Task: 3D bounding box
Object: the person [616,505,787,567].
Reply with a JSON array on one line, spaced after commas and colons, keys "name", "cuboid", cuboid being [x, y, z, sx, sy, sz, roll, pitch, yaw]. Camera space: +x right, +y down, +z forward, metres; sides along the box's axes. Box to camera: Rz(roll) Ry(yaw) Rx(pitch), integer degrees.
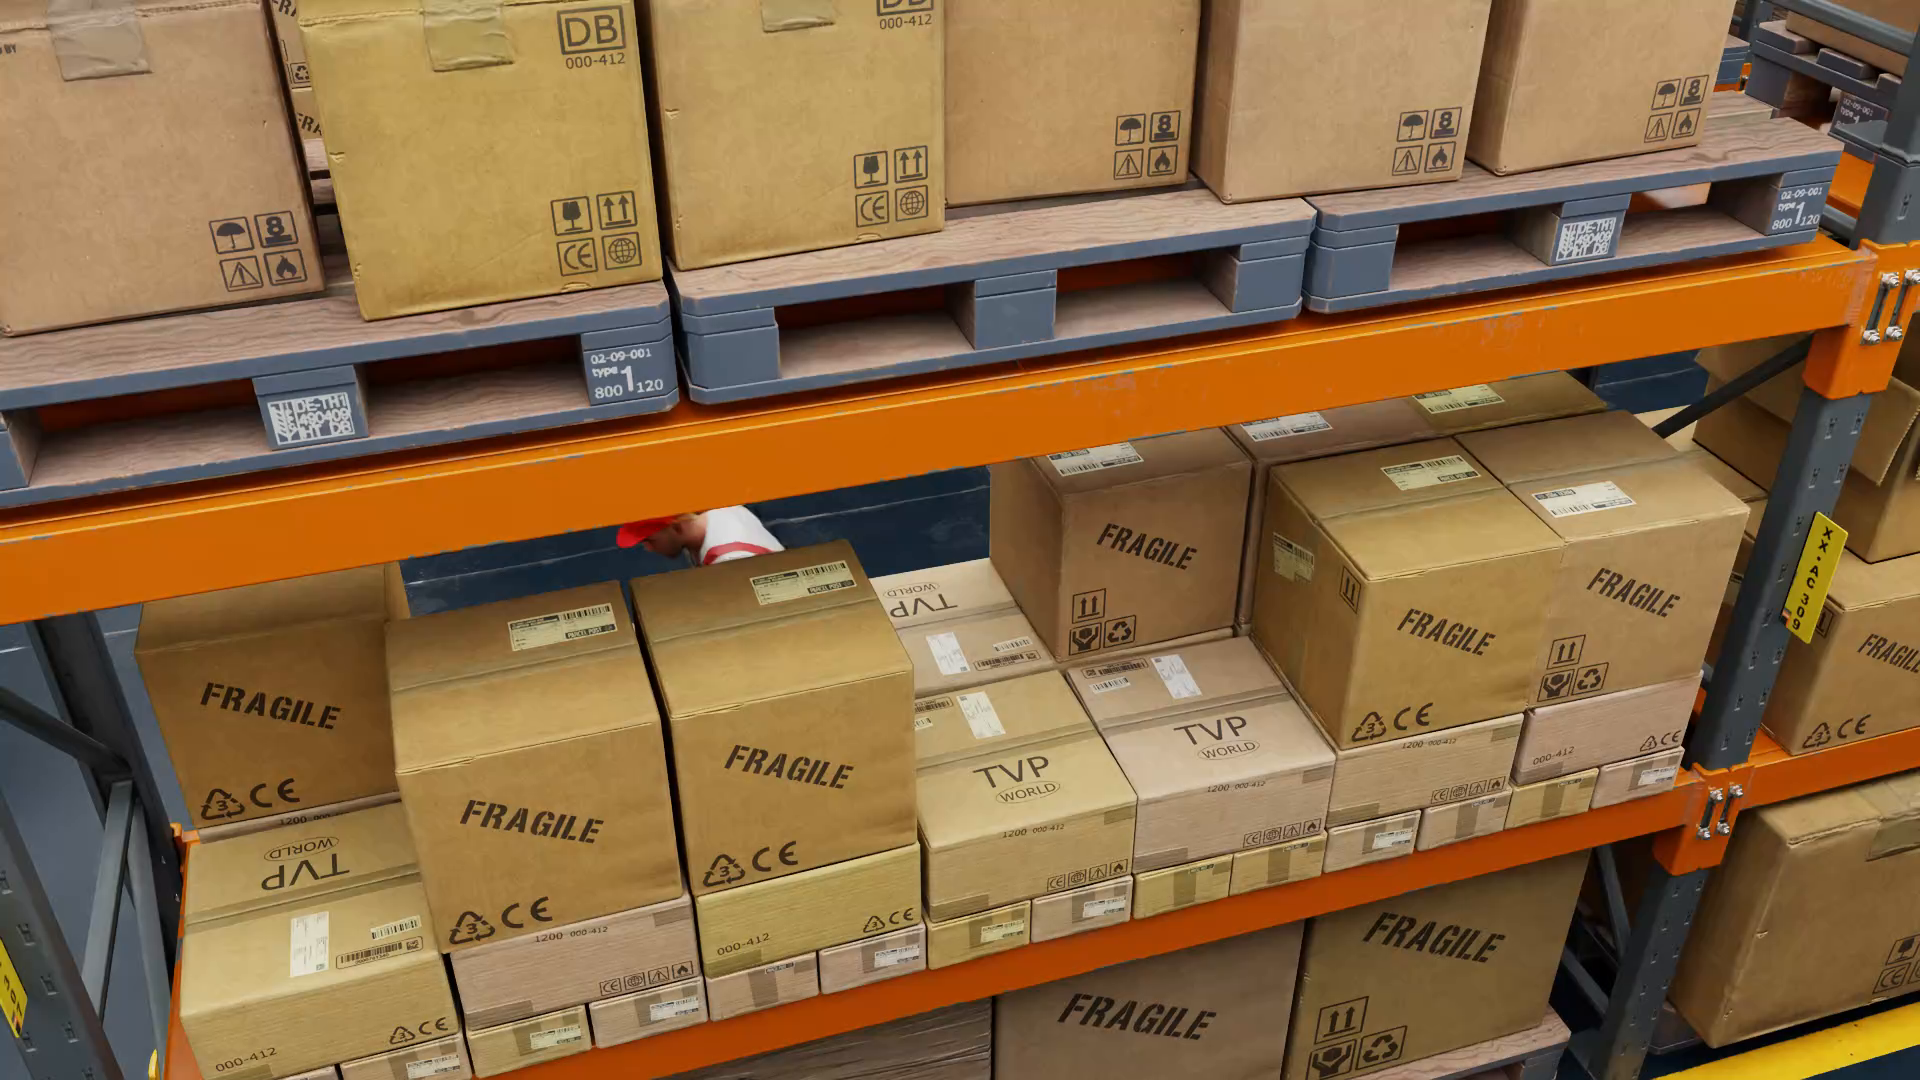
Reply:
[{"name": "person", "cuboid": [5.440, 1.210, 4.535, 11.702, 1.528, 7.045, -10, 35, -14]}]
